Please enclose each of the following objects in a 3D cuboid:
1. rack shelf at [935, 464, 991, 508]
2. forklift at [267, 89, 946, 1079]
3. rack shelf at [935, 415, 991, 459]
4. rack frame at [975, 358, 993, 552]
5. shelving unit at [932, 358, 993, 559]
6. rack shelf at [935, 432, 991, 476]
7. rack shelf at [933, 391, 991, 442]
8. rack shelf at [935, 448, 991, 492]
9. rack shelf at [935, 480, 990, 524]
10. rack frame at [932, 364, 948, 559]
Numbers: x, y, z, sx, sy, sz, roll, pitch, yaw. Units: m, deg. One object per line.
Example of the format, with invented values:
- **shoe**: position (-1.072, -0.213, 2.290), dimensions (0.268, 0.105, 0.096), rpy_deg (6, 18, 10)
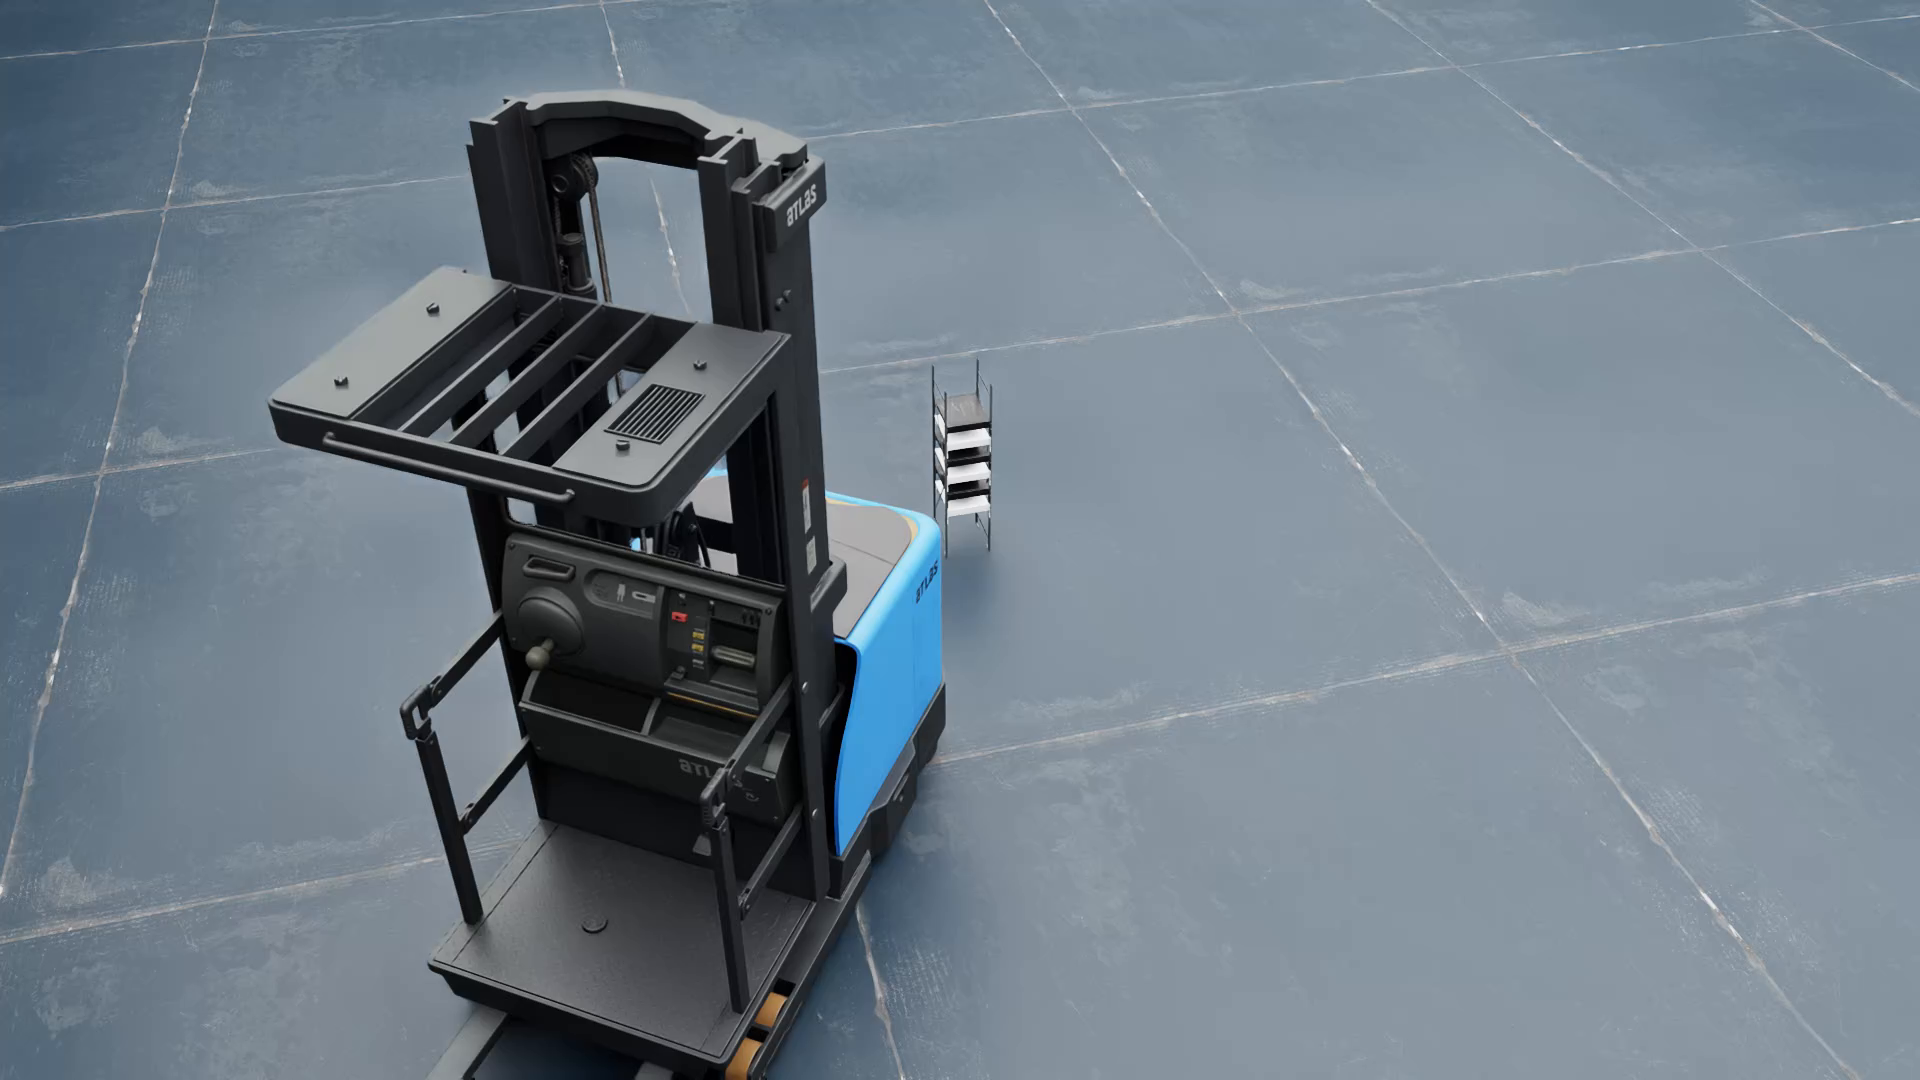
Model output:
- **rack shelf**: position (0.008, -0.261, 7.553), dimensions (0.200, 0.077, 0.258), rpy_deg (-9, 38, -12)
- **forklift**: position (-1.056, 0.333, 4.903), dimensions (1.130, 2.935, 3.031), rpy_deg (13, 39, 16)
- **rack shelf**: position (0.008, -0.475, 7.389), dimensions (0.200, 0.077, 0.258), rpy_deg (-9, 38, -12)
- **rack frame**: position (0.106, -0.375, 7.499), dimensions (0.006, 0.900, 0.240), rpy_deg (-9, 38, -12)
- **shelving unit**: position (0.008, -0.359, 7.478), dimensions (0.210, 0.900, 0.258), rpy_deg (-9, 38, -12)
- **rack shelf**: position (0.008, -0.404, 7.444), dimensions (0.200, 0.077, 0.258), rpy_deg (-9, 38, -12)
- **rack shelf**: position (0.008, -0.547, 7.334), dimensions (0.200, 0.077, 0.258), rpy_deg (-9, 38, -12)
- **rack shelf**: position (0.008, -0.332, 7.499), dimensions (0.200, 0.077, 0.258), rpy_deg (-9, 38, -12)
- **rack shelf**: position (0.008, -0.189, 7.608), dimensions (0.200, 0.077, 0.258), rpy_deg (-9, 38, -12)
- **rack frame**: position (-0.090, -0.343, 7.457), dimensions (0.006, 0.900, 0.240), rpy_deg (-9, 38, -12)
